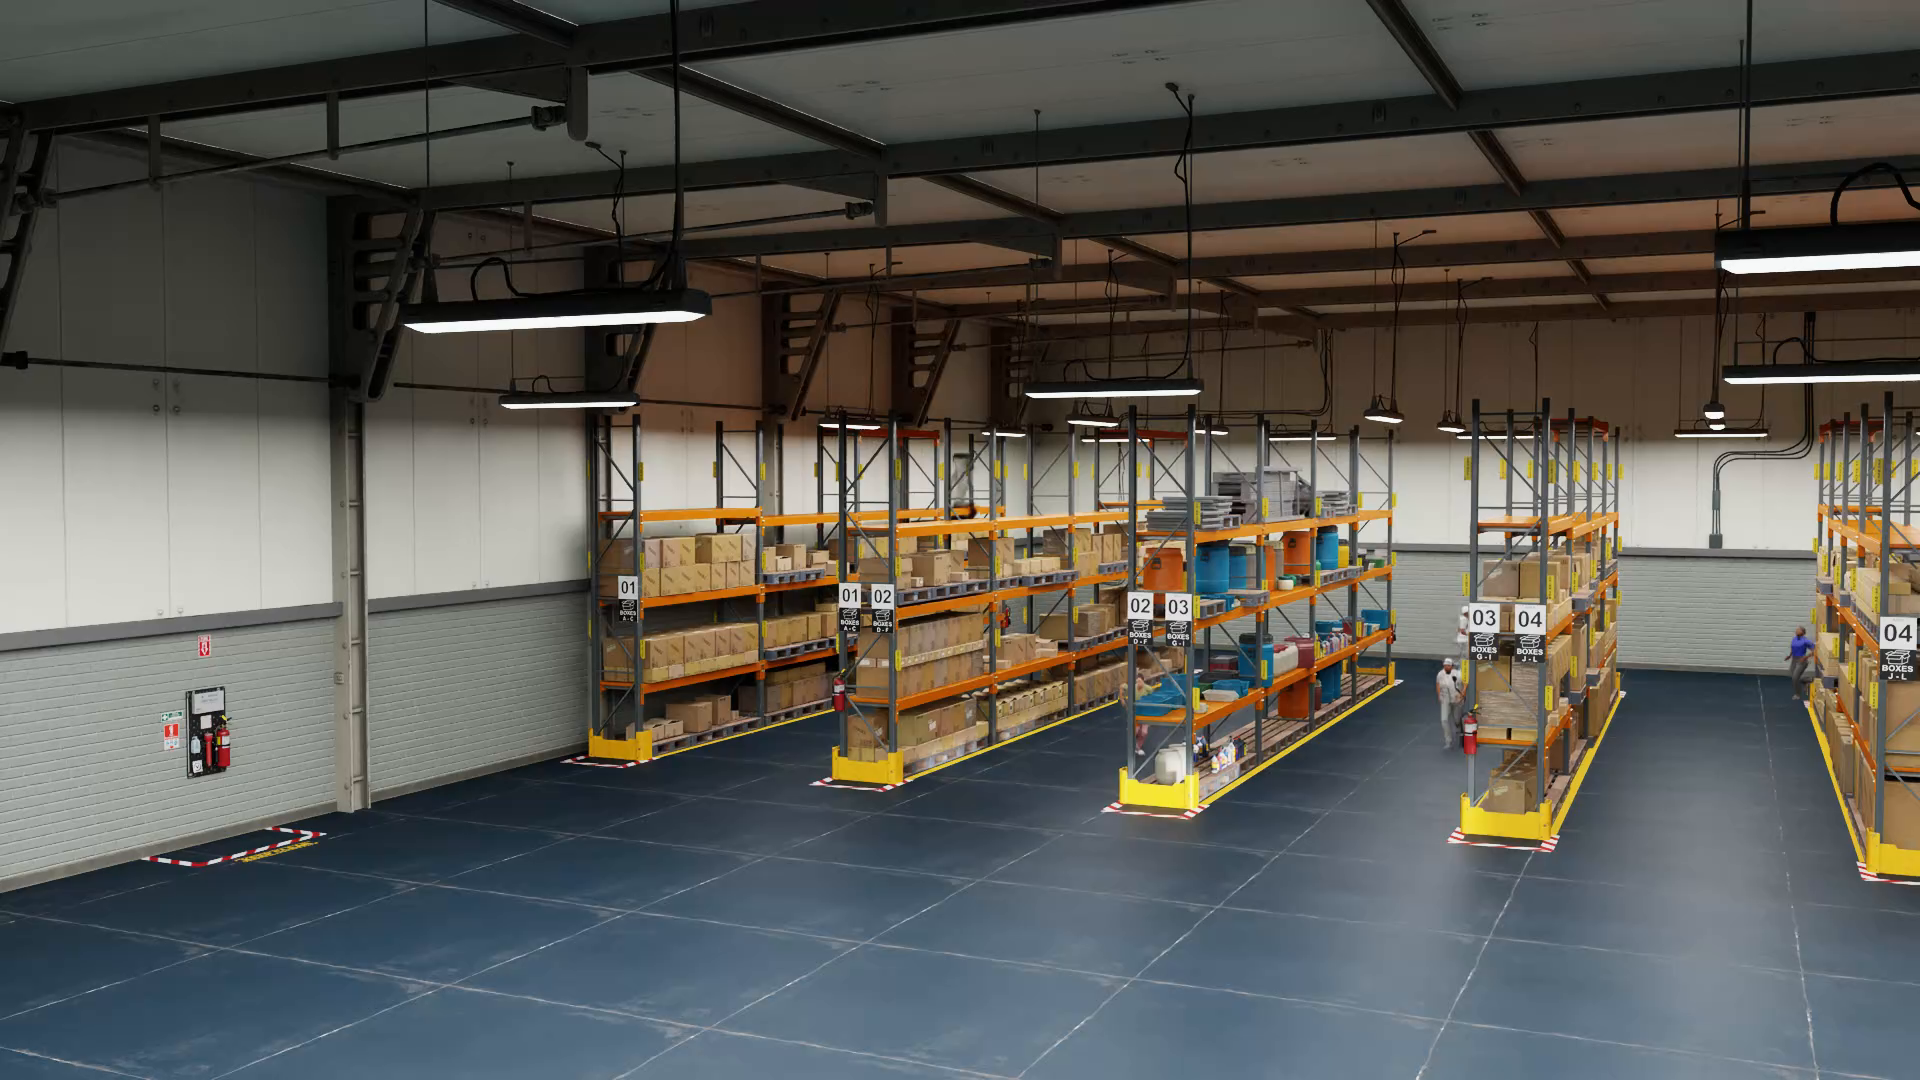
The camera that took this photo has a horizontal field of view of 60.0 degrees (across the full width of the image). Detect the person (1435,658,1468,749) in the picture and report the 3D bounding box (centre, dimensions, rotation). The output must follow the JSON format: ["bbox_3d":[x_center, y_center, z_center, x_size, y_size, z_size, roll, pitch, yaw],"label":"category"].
[{"bbox_3d":[8.973,2.967,30.345,0.606,1.664,0.880,1,3,28],"label":"person"}]

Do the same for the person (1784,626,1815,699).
[{"bbox_3d":[18.575,2.712,36.668,0.618,1.634,0.586,-1,2,-19],"label":"person"}]

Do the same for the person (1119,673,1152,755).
[{"bbox_3d":[3.097,3.054,29.177,0.606,1.496,0.802,0,2,7],"label":"person"}]

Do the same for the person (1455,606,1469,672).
[{"bbox_3d":[12.295,2.473,40.328,0.613,1.745,0.665,1,3,23],"label":"person"}]
